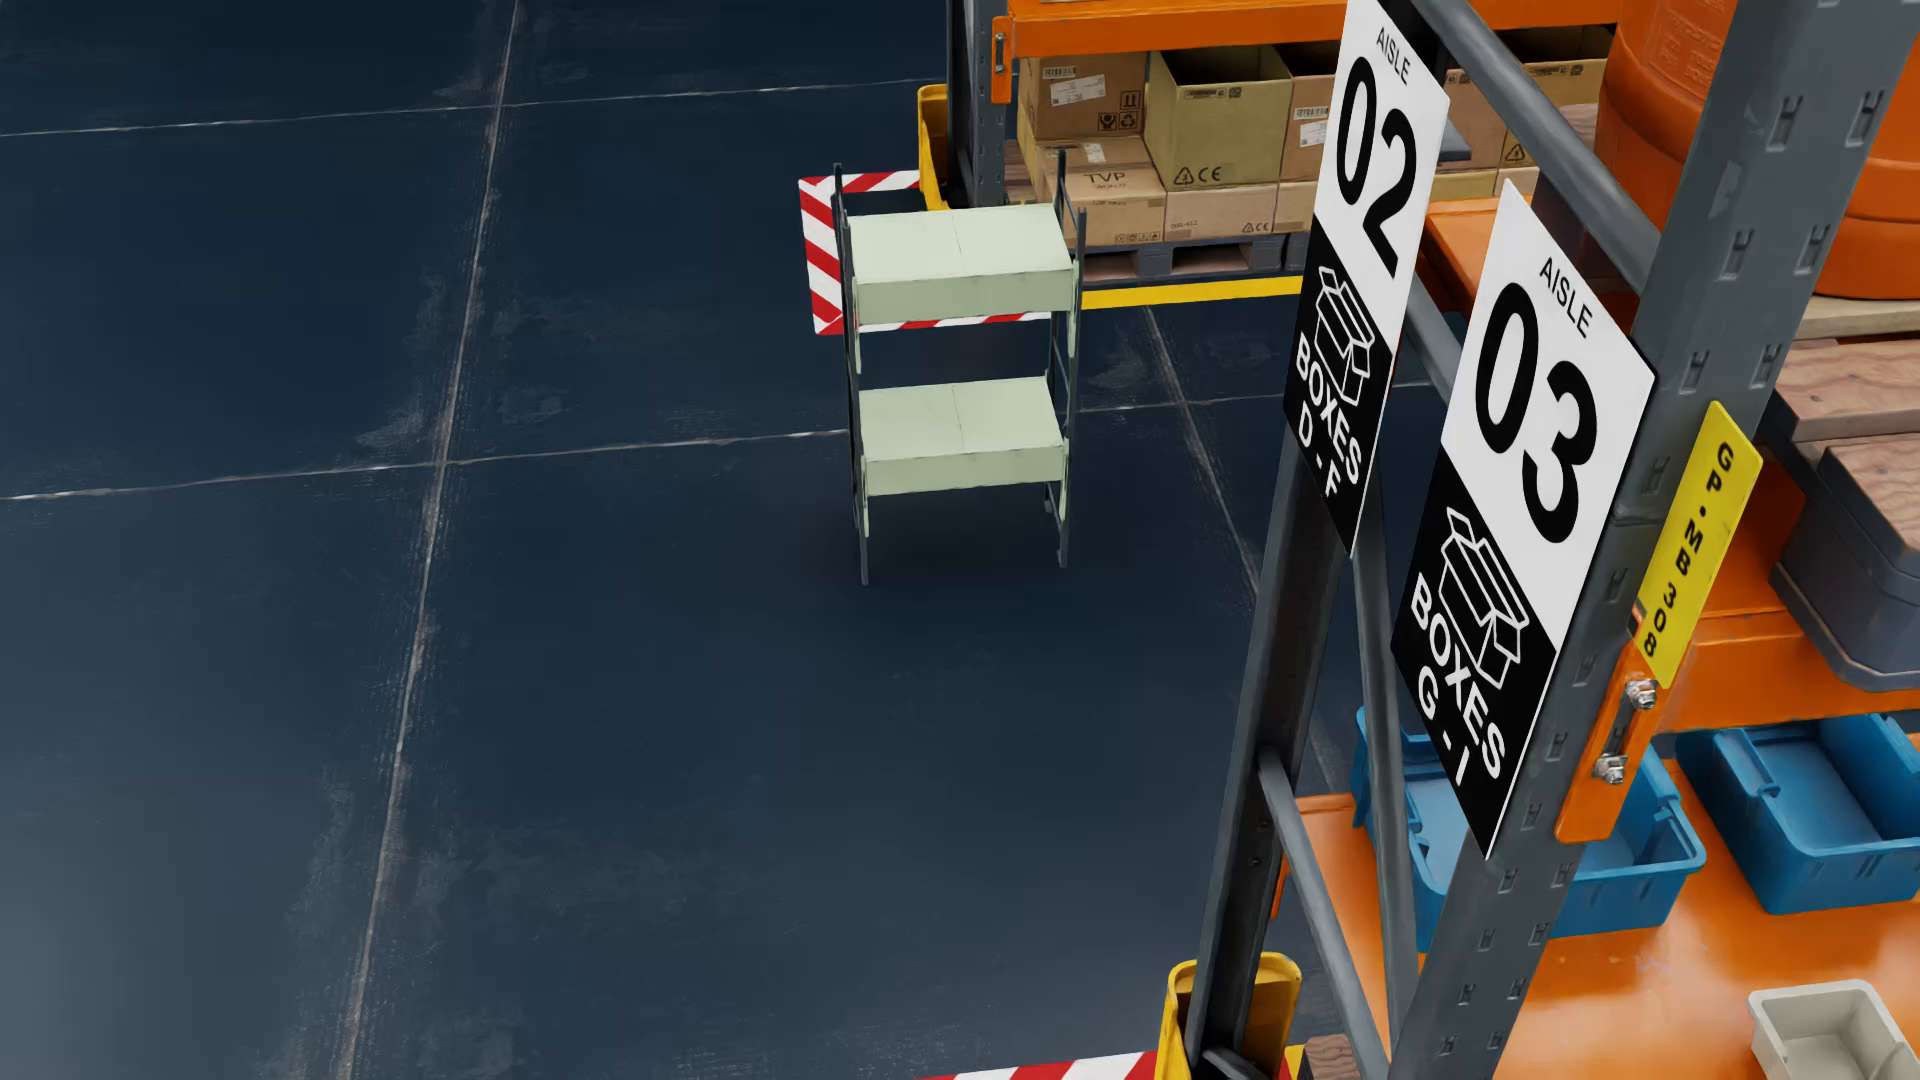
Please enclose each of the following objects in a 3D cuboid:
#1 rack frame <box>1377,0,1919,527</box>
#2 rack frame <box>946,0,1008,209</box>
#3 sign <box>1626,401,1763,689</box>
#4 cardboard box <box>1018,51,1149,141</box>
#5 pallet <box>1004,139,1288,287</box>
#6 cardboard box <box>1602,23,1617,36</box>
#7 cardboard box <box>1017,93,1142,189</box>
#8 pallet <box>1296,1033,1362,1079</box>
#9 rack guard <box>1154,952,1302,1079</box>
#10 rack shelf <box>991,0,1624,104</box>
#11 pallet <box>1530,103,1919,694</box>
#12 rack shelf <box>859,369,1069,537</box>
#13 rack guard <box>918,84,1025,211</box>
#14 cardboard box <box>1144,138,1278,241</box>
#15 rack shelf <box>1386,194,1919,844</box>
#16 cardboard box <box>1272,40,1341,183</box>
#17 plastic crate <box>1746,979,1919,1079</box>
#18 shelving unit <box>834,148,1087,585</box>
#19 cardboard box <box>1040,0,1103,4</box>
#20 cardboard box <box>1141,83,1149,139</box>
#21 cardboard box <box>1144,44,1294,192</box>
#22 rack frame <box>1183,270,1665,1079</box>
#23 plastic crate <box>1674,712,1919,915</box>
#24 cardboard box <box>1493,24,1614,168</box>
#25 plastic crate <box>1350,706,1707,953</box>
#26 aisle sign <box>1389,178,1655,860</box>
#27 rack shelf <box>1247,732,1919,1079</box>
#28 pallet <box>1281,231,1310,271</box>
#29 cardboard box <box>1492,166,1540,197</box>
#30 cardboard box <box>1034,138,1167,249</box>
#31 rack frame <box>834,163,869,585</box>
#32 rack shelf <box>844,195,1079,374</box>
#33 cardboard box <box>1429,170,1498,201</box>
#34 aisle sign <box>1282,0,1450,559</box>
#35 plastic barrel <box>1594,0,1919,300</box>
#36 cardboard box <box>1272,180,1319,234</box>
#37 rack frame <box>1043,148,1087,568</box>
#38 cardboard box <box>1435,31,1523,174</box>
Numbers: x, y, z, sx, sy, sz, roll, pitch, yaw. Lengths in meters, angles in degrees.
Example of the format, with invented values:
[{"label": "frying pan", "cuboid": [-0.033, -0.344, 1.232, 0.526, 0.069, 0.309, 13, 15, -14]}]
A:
[{"label": "rack frame", "cuboid": [0.701, -1.465, 1.155, 0.127, 3.000, 1.000, -5, 42, -6]}, {"label": "rack frame", "cuboid": [0.063, -2.527, 6.812, 0.127, 3.000, 1.000, -5, 42, -6]}, {"label": "sign", "cuboid": [0.768, 0.011, 1.752, 0.005, 0.325, 0.100, -5, 42, -6]}, {"label": "cardboard box", "cuboid": [0.556, -2.185, 7.612, 0.500, 0.500, 0.500, -5, 42, -6]}, {"label": "pallet", "cuboid": [0.815, -1.586, 7.851, 1.213, 0.211, 1.003, -5, 42, -6]}, {"label": "cardboard box", "cuboid": [3.100, -2.067, 7.481, 0.500, 0.500, 0.500, -5, 42, -6]}, {"label": "cardboard box", "cuboid": [0.556, -1.905, 7.862, 0.500, 0.250, 0.500, -5, 42, -6]}, {"label": "pallet", "cuboid": [1.577, 1.693, 4.215, 1.213, 0.211, 1.003, -5, 42, -6]}, {"label": "rack guard", "cuboid": [0.770, 1.653, 4.044, 0.348, 0.500, 1.175, -5, 42, -6]}, {"label": "rack shelf", "cuboid": [2.046, -2.434, 7.246, 4.000, 0.370, 1.077, -5, 42, -6]}, {"label": "pallet", "cuboid": [1.534, -0.288, 2.231, 1.213, 0.211, 1.003, -5, 42, -6]}, {"label": "rack shelf", "cuboid": [-0.007, -0.314, 5.965, 0.720, 0.370, 0.431, -5, 42, -6]}, {"label": "rack guard", "cuboid": [0.039, -1.597, 7.647, 0.348, 0.500, 1.175, -5, 42, -6]}, {"label": "cardboard box", "cuboid": [1.119, -1.607, 7.531, 0.500, 0.250, 0.500, -5, 42, -6]}, {"label": "rack shelf", "cuboid": [2.684, -0.258, 2.594, 4.000, 0.370, 1.077, -5, 42, -6]}, {"label": "cardboard box", "cuboid": [1.613, -1.936, 7.336, 0.500, 0.500, 0.500, -5, 42, -6]}, {"label": "plastic crate", "cuboid": [1.630, 0.997, 3.102, 0.250, 0.136, 0.298, -5, 42, -6]}, {"label": "shelving unit", "cuboid": [-0.007, -0.556, 5.747, 0.755, 1.500, 0.431, -5, 42, -6]}, {"label": "cardboard box", "cuboid": [0.527, -2.596, 6.814, 0.500, 0.500, 0.700, -5, 42, -6]}, {"label": "cardboard box", "cuboid": [1.050, -1.956, 7.919, 0.500, 0.250, 0.500, -5, 42, -6]}, {"label": "cardboard box", "cuboid": [1.119, -1.884, 7.279, 0.500, 0.500, 0.500, -5, 42, -6]}, {"label": "rack frame", "cuboid": [0.701, 0.763, 3.165, 0.127, 3.000, 1.000, -5, 42, -6]}, {"label": "plastic crate", "cuboid": [1.803, 0.523, 3.541, 0.408, 0.251, 0.499, -5, 42, -6]}, {"label": "cardboard box", "cuboid": [2.605, -2.021, 7.430, 0.500, 0.500, 0.500, -5, 42, -6]}, {"label": "plastic crate", "cuboid": [1.159, 0.576, 3.483, 0.616, 0.251, 0.499, -5, 42, -6]}, {"label": "aisle sign", "cuboid": [0.668, -0.002, 2.071, 0.004, 0.787, 0.394, -5, 42, -6]}, {"label": "rack shelf", "cuboid": [2.684, 0.856, 3.598, 4.000, 0.370, 1.077, -5, 42, -6]}, {"label": "pallet", "cuboid": [2.023, -1.690, 7.966, 1.213, 0.211, 1.003, -5, 42, -6]}, {"label": "cardboard box", "cuboid": [2.606, -1.734, 7.672, 0.500, 0.250, 0.500, -5, 42, -6]}, {"label": "cardboard box", "cuboid": [0.623, -1.561, 7.480, 0.500, 0.250, 0.500, -5, 42, -6]}, {"label": "rack frame", "cuboid": [-0.370, -0.525, 5.712, 0.023, 1.500, 0.400, -5, 42, -6]}, {"label": "rack shelf", "cuboid": [-0.007, -0.846, 5.486, 0.720, 0.370, 0.431, -5, 42, -6]}, {"label": "cardboard box", "cuboid": [2.111, -1.690, 7.624, 0.500, 0.250, 0.500, -5, 42, -6]}, {"label": "aisle sign", "cuboid": [0.591, -0.394, 2.506, 0.004, 0.787, 0.394, -5, 42, -6]}, {"label": "plastic barrel", "cuboid": [1.167, -0.793, 2.016, 0.708, 0.830, 0.600, -5, 42, -6]}, {"label": "cardboard box", "cuboid": [1.614, -1.650, 7.579, 0.500, 0.250, 0.500, -5, 42, -6]}, {"label": "rack frame", "cuboid": [0.356, -0.588, 5.782, 0.023, 1.500, 0.400, -5, 42, -6]}, {"label": "cardboard box", "cuboid": [2.111, -1.968, 7.372, 0.500, 0.500, 0.500, -5, 42, -6]}]
